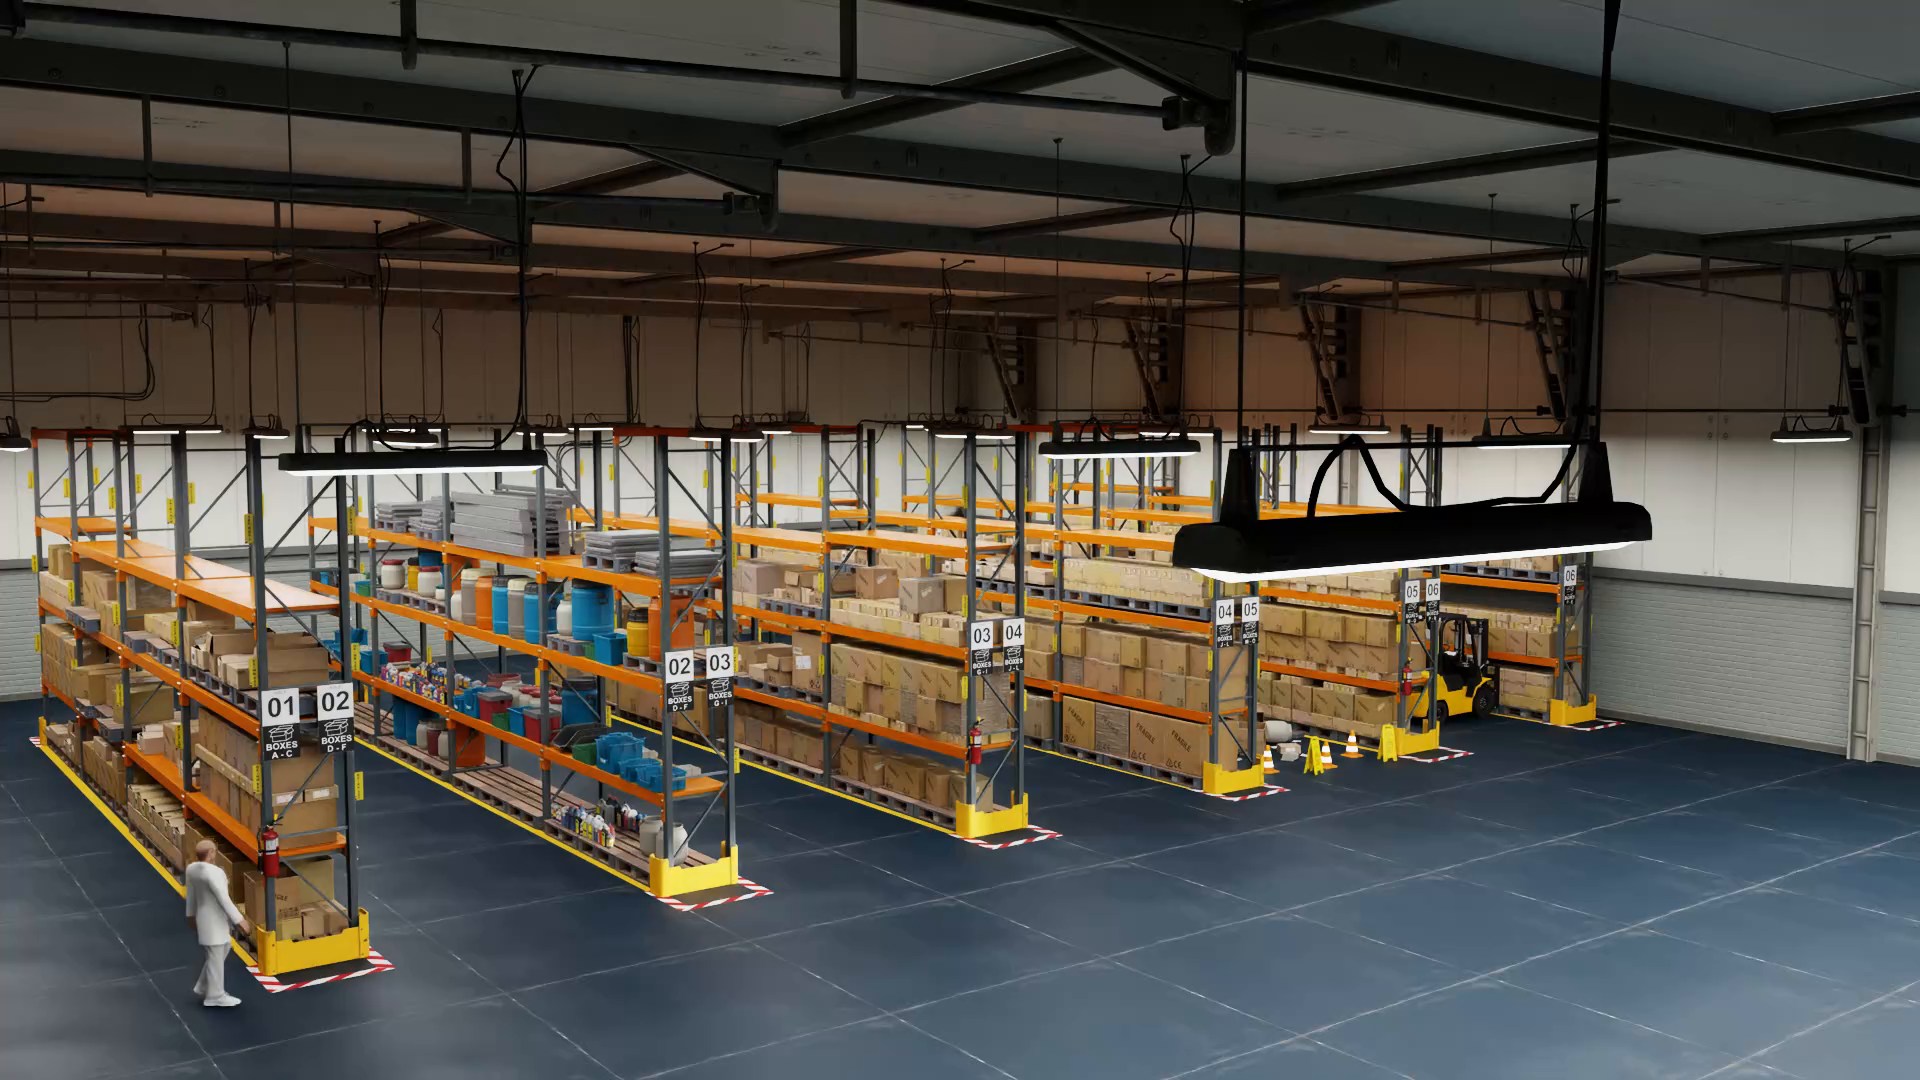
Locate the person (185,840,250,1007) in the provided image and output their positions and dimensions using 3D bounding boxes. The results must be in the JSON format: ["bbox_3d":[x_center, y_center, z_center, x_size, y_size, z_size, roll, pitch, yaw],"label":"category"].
[{"bbox_3d":[-7.900,4.062,17.698,0.585,1.800,0.636,-3,5,-29],"label":"person"}]
